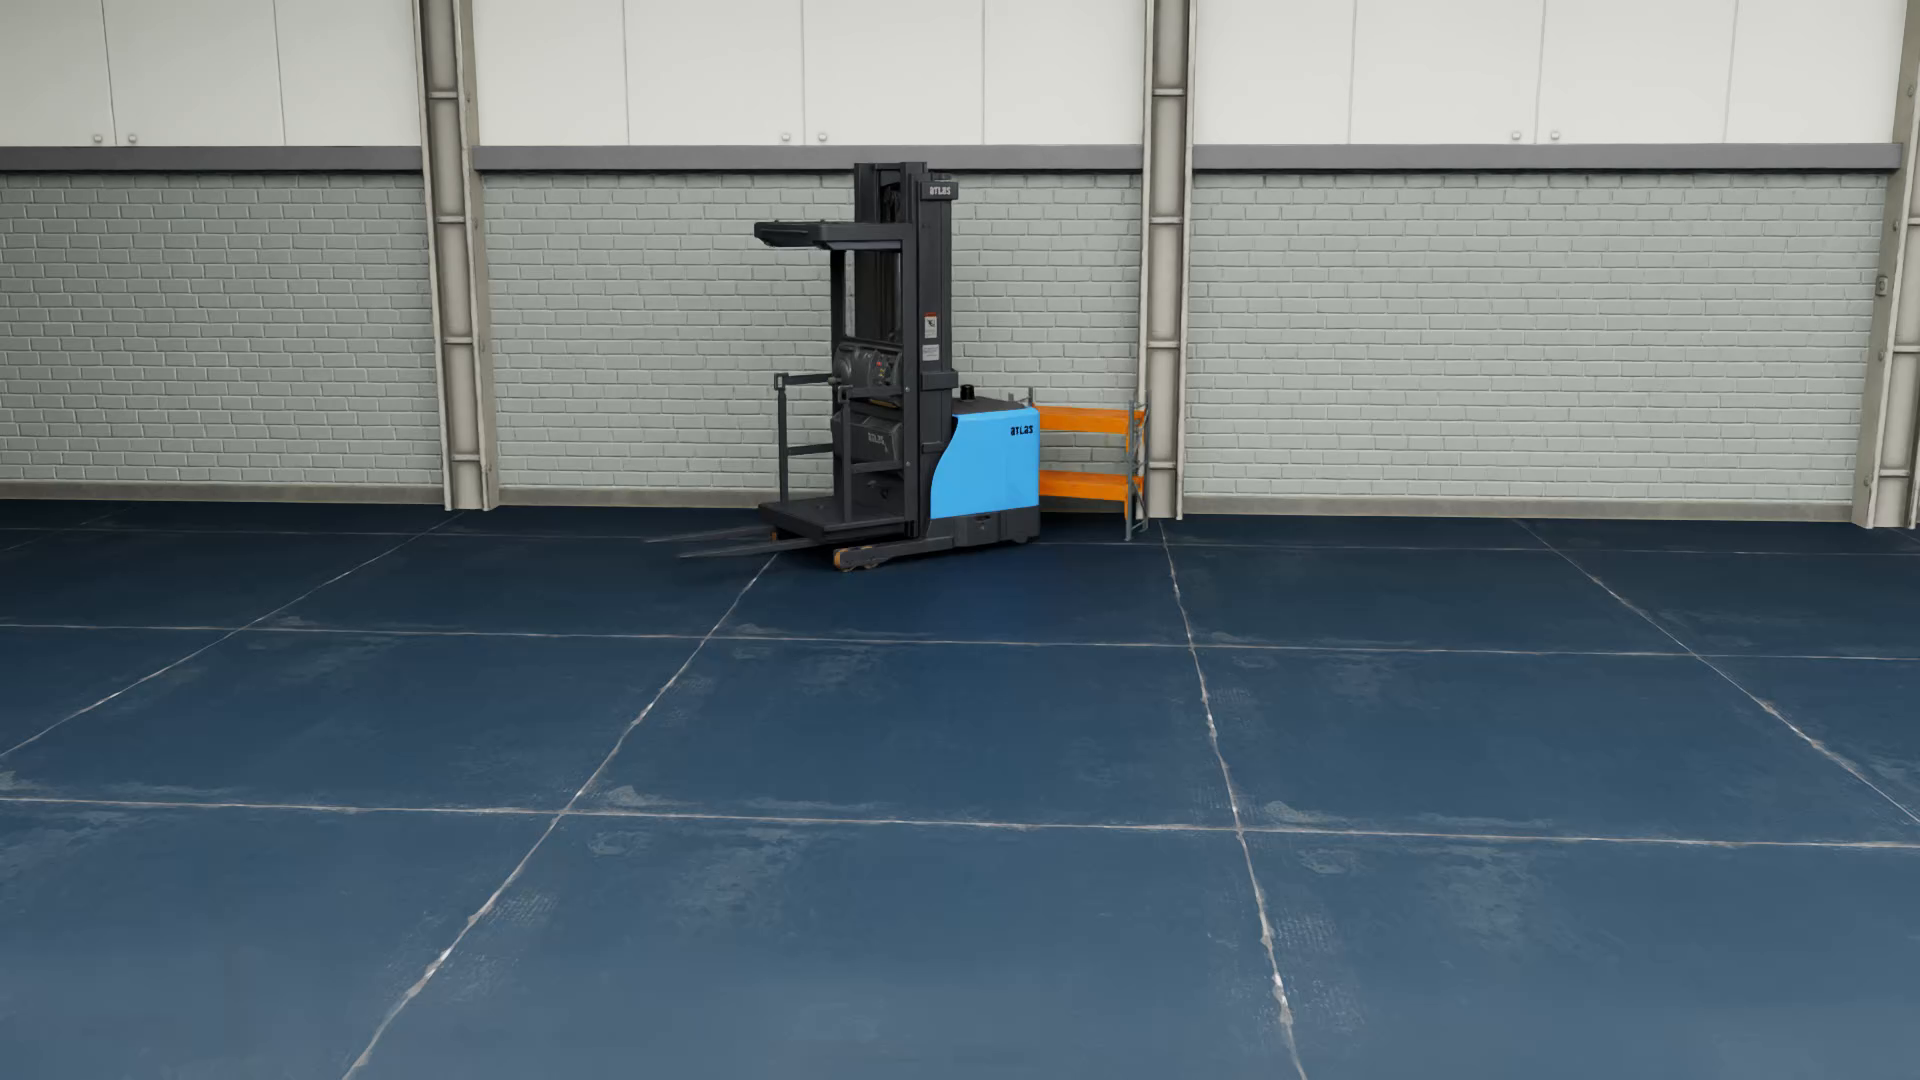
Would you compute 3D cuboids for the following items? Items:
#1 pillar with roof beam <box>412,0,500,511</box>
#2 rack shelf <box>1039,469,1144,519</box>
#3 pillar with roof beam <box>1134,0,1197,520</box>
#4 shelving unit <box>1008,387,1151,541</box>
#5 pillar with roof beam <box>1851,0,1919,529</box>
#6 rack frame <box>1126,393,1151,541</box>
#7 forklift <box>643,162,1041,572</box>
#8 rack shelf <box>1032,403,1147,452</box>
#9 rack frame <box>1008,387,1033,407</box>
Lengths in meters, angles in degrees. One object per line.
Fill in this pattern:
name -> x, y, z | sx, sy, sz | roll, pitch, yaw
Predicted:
pillar with roof beam -> -4.577, -3.813, 9.517 | 0.400, 9.000, 9.100 | 1, 12, 4
rack shelf -> 0.967, -0.394, 13.599 | 1.000, 0.278, 0.538 | 5, 13, 23
pillar with roof beam -> 1.410, -3.731, 9.125 | 0.400, 9.000, 9.100 | 1, 12, 4
shelving unit -> 0.967, -0.633, 13.549 | 1.048, 1.125, 0.538 | 5, 13, 23
pillar with roof beam -> 7.397, -3.649, 8.732 | 0.400, 9.000, 9.100 | 1, 12, 4
rack frame -> 1.434, -0.592, 13.353 | 0.032, 1.125, 0.500 | 5, 13, 23
forklift -> -0.875, -1.325, 12.444 | 3.031, 2.935, 1.130 | -8, 14, -33
rack shelf -> 0.967, -0.920, 13.489 | 1.000, 0.278, 0.538 | 5, 13, 23
rack frame -> 0.500, -0.674, 13.745 | 0.032, 1.125, 0.500 | 5, 13, 23
